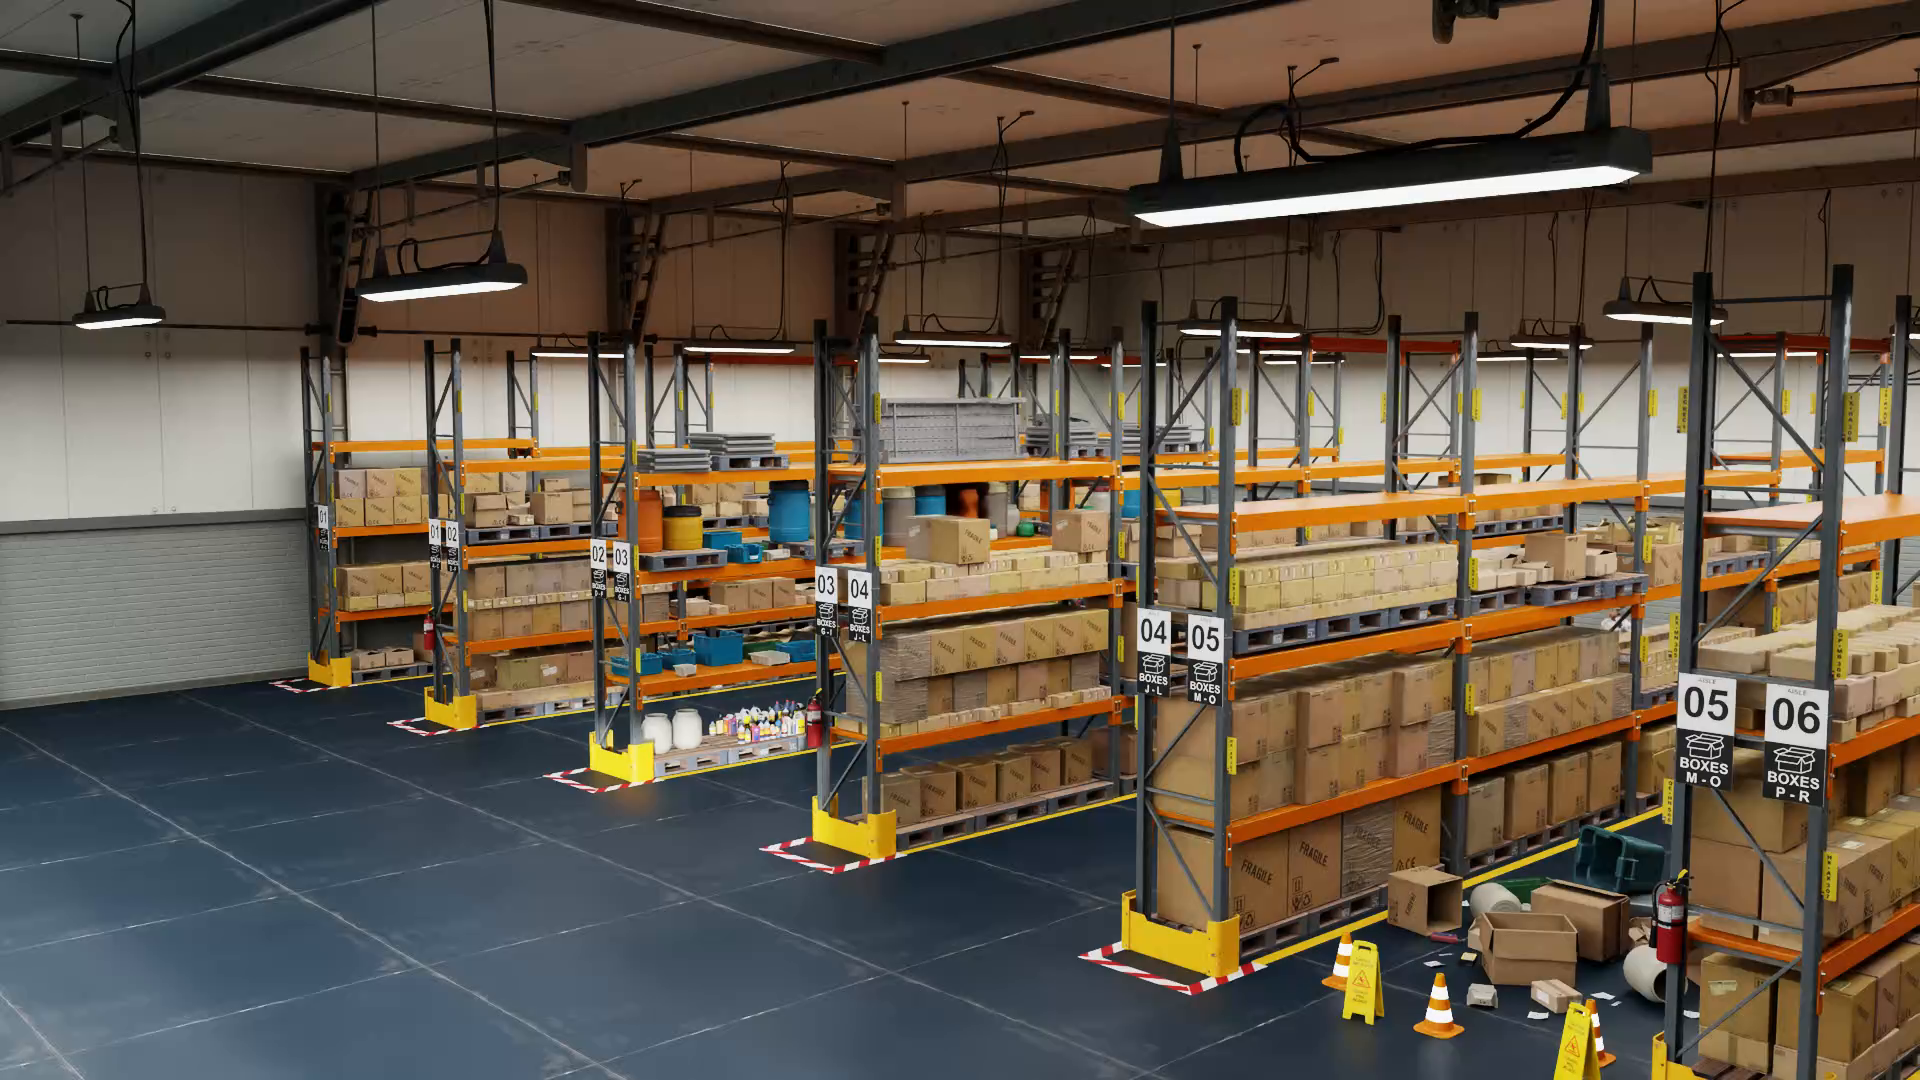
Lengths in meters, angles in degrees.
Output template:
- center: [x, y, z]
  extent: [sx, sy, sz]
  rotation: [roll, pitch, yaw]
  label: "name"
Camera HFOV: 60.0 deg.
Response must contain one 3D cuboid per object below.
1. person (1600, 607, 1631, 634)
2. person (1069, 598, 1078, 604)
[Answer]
- center: [10.965, 1.818, 27.826]
  extent: [0.649, 1.593, 0.646]
  rotation: [4, 6, 37]
  label: "person"
- center: [2.025, 1.469, 32.334]
  extent: [0.660, 1.733, 0.585]
  rotation: [4, 6, 36]
  label: "person"
